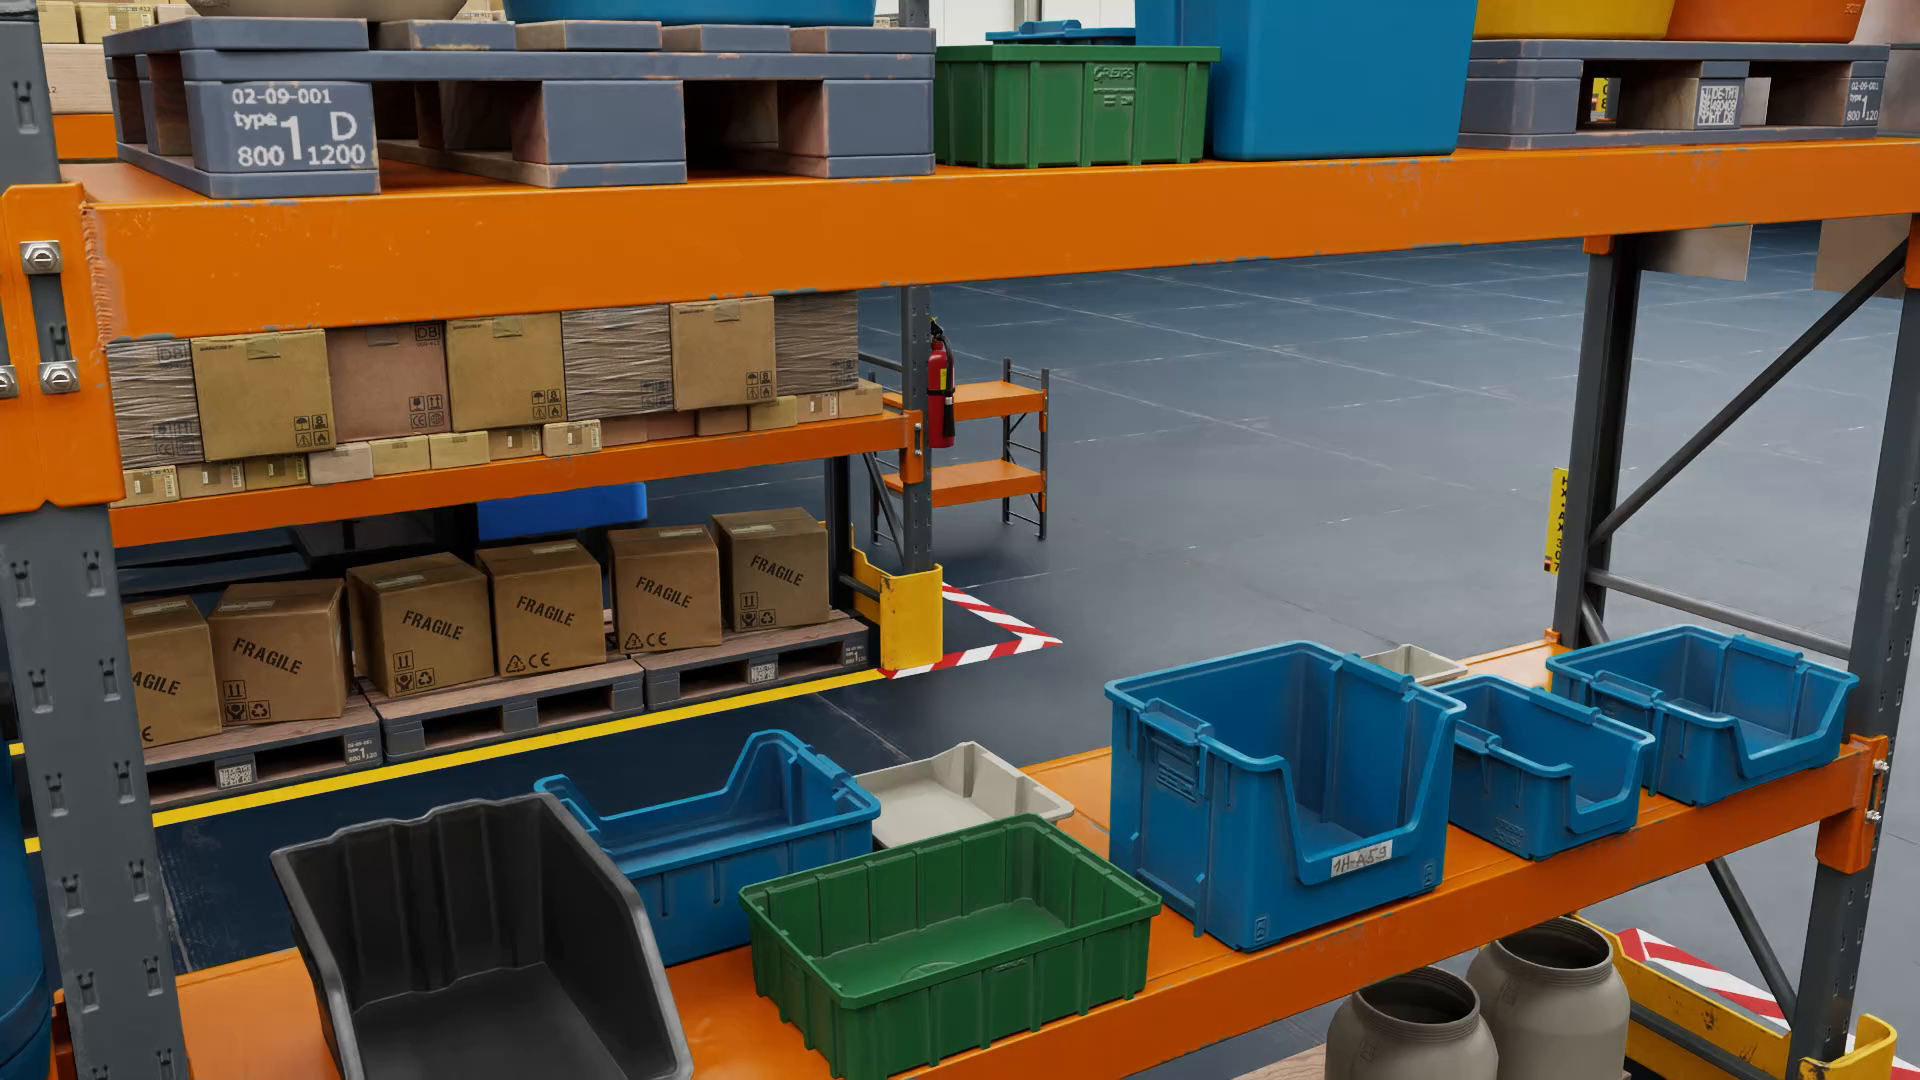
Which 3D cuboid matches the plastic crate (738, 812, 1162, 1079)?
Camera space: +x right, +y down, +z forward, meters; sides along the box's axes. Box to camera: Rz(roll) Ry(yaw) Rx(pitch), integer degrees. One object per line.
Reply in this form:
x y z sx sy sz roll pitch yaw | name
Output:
-0.019 0.744 3.091 0.662 0.188 0.450 -9 18 -30 | plastic crate

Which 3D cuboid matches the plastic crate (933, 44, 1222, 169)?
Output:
0.165 -0.733 2.803 0.450 0.188 0.336 -9 18 -30 | plastic crate

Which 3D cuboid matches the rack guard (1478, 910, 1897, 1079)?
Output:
2.060 1.434 4.866 0.348 0.500 1.175 -9 18 -30 | rack guard

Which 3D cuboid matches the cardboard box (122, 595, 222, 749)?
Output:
-3.515 0.575 7.156 0.500 0.500 0.500 -10 18 -31 | cardboard box

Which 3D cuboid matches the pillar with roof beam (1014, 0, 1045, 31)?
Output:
3.329 -8.050 22.954 0.400 9.000 9.100 -9 18 -30 | pillar with roof beam

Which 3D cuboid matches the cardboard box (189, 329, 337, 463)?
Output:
-3.015 -0.681 7.047 0.500 0.500 0.875 -9 18 -30 | cardboard box

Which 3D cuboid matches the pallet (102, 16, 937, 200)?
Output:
-0.760 -0.711 2.681 1.003 0.211 1.213 -9 18 -30 | pallet

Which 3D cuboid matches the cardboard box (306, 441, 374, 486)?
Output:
-2.674 -0.355 7.084 0.250 0.149 0.380 -9 18 -30 | cardboard box

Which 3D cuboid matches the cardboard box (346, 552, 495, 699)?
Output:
-2.537 0.389 7.819 0.500 0.500 0.500 -11 19 -35 | cardboard box

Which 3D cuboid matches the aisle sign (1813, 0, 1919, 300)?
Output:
2.315 -0.984 4.045 0.004 0.787 0.394 -9 18 -30 | aisle sign

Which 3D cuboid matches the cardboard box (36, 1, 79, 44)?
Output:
-3.442 -1.918 6.178 0.250 0.149 0.380 -10 18 -31 | cardboard box

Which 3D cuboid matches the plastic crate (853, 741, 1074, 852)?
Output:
-0.067 0.608 3.672 0.437 0.136 0.530 -9 18 -30 | plastic crate

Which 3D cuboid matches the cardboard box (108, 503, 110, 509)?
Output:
-3.540 -0.220 6.602 0.250 0.149 0.380 -9 18 -30 | cardboard box

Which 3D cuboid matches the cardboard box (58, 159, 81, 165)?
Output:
-6.013 -2.178 10.842 0.550 0.550 0.875 -9 18 -30 | cardboard box

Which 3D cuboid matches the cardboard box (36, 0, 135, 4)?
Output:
-3.624 -2.378 6.617 0.500 0.500 0.500 -10 18 -31 | cardboard box

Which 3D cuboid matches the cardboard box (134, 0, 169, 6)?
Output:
-5.352 -3.381 10.622 0.500 0.250 0.500 -9 18 -30 | cardboard box

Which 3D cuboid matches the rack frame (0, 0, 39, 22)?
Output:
-1.328 -2.123 1.812 0.127 3.000 1.000 -9 18 -30 | rack frame

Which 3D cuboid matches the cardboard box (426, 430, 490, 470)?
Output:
-2.261 -0.431 7.357 0.250 0.149 0.380 -9 18 -30 | cardboard box

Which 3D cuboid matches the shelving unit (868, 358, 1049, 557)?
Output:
-0.006 -0.541 10.755 1.048 1.125 0.538 -9 18 -30 | shelving unit

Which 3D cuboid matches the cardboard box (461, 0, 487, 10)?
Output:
-3.623 -3.662 11.622 0.500 0.250 0.500 -9 18 -30 | cardboard box

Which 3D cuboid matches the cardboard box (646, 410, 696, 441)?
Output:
-1.448 -0.591 7.925 0.250 0.149 0.380 -9 18 -30 | cardboard box

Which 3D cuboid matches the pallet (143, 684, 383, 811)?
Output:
-3.321 0.861 7.448 1.213 0.211 1.003 -9 18 -30 | pallet

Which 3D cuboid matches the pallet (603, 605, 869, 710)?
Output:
-1.230 0.521 8.658 1.213 0.211 1.003 -9 18 -30 | pallet

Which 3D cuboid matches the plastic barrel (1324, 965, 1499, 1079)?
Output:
1.146 1.384 4.246 0.421 0.512 0.421 0 16 0 | plastic barrel

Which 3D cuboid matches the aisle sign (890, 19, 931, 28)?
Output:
-0.242 -2.127 8.126 0.004 0.787 0.394 -9 18 -30 | aisle sign

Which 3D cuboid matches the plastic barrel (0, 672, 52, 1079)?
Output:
-1.815 0.508 2.613 0.708 0.901 0.600 -9 18 -30 | plastic barrel

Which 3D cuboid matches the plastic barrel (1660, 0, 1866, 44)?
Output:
1.750 -1.547 3.740 0.708 0.830 0.600 -9 18 -30 | plastic barrel

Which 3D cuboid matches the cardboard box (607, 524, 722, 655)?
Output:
-1.489 0.239 8.354 0.500 0.500 0.500 -4 16 -15 | cardboard box

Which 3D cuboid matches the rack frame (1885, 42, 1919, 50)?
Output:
2.101 -2.679 3.796 0.127 3.000 1.000 -9 18 -30 | rack frame

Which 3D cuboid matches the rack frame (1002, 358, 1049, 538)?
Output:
0.430 -0.611 11.007 0.032 1.125 0.500 -9 18 -30 | rack frame

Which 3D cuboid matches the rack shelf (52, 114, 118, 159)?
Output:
-2.164 -1.756 7.394 4.000 0.370 1.077 -9 18 -30 | rack shelf

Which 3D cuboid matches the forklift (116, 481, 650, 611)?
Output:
-3.458 -1.167 9.642 3.031 2.935 1.130 -9 18 -28 | forklift

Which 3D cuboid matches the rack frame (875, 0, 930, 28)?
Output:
-0.450 -3.825 7.884 0.127 3.000 1.000 -9 18 -30 | rack frame

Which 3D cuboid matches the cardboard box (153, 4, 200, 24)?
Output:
-3.004 -2.004 6.484 0.250 0.149 0.380 -9 18 -29 | cardboard box

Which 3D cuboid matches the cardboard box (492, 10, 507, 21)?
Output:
-1.905 -2.183 7.123 0.250 0.149 0.380 -10 19 -33 | cardboard box

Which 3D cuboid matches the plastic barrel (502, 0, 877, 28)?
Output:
-0.420 -1.236 2.498 0.708 0.901 0.600 -9 18 -30 | plastic barrel

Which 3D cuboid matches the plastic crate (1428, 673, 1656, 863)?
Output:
1.266 0.509 3.813 0.408 0.251 0.499 -9 18 -30 | plastic crate

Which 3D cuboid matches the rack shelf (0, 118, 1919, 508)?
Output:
0.386 -0.610 3.306 4.000 0.370 1.077 -9 18 -30 | rack shelf

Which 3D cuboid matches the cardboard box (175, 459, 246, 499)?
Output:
-3.119 -0.293 6.862 0.250 0.149 0.380 -9 18 -30 | cardboard box

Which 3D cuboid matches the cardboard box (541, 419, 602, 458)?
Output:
-1.820 -0.495 7.585 0.250 0.149 0.380 -9 18 -30 | cardboard box

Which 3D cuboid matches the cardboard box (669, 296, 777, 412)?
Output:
-1.303 -0.961 8.043 0.500 0.500 0.875 -9 18 -30 | cardboard box

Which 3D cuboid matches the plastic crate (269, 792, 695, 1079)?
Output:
-0.814 0.752 2.785 0.504 0.338 0.767 -9 18 -30 | plastic crate

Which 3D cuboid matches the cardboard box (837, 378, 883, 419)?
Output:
-0.588 -0.728 8.416 0.250 0.149 0.380 -9 18 -30 | cardboard box

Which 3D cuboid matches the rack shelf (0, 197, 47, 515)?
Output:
-3.042 -0.054 1.322 4.000 0.370 1.077 -9 18 -30 | rack shelf

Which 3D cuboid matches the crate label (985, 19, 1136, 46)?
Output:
0.326 -0.980 3.565 0.408 0.251 0.502 -9 18 -30 | crate label

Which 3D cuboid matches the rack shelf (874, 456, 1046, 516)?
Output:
-0.006 -0.305 10.821 1.000 0.278 0.538 -9 18 -30 | rack shelf

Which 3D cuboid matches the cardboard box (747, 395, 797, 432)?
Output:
-0.990 -0.647 8.126 0.250 0.149 0.380 -9 18 -30 | cardboard box

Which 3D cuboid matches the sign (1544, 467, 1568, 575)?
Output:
1.821 -0.052 5.024 0.005 0.325 0.100 -9 18 -30 | sign

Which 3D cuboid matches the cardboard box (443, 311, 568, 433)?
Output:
-2.188 -0.834 7.592 0.500 0.500 0.875 -9 18 -30 | cardboard box
